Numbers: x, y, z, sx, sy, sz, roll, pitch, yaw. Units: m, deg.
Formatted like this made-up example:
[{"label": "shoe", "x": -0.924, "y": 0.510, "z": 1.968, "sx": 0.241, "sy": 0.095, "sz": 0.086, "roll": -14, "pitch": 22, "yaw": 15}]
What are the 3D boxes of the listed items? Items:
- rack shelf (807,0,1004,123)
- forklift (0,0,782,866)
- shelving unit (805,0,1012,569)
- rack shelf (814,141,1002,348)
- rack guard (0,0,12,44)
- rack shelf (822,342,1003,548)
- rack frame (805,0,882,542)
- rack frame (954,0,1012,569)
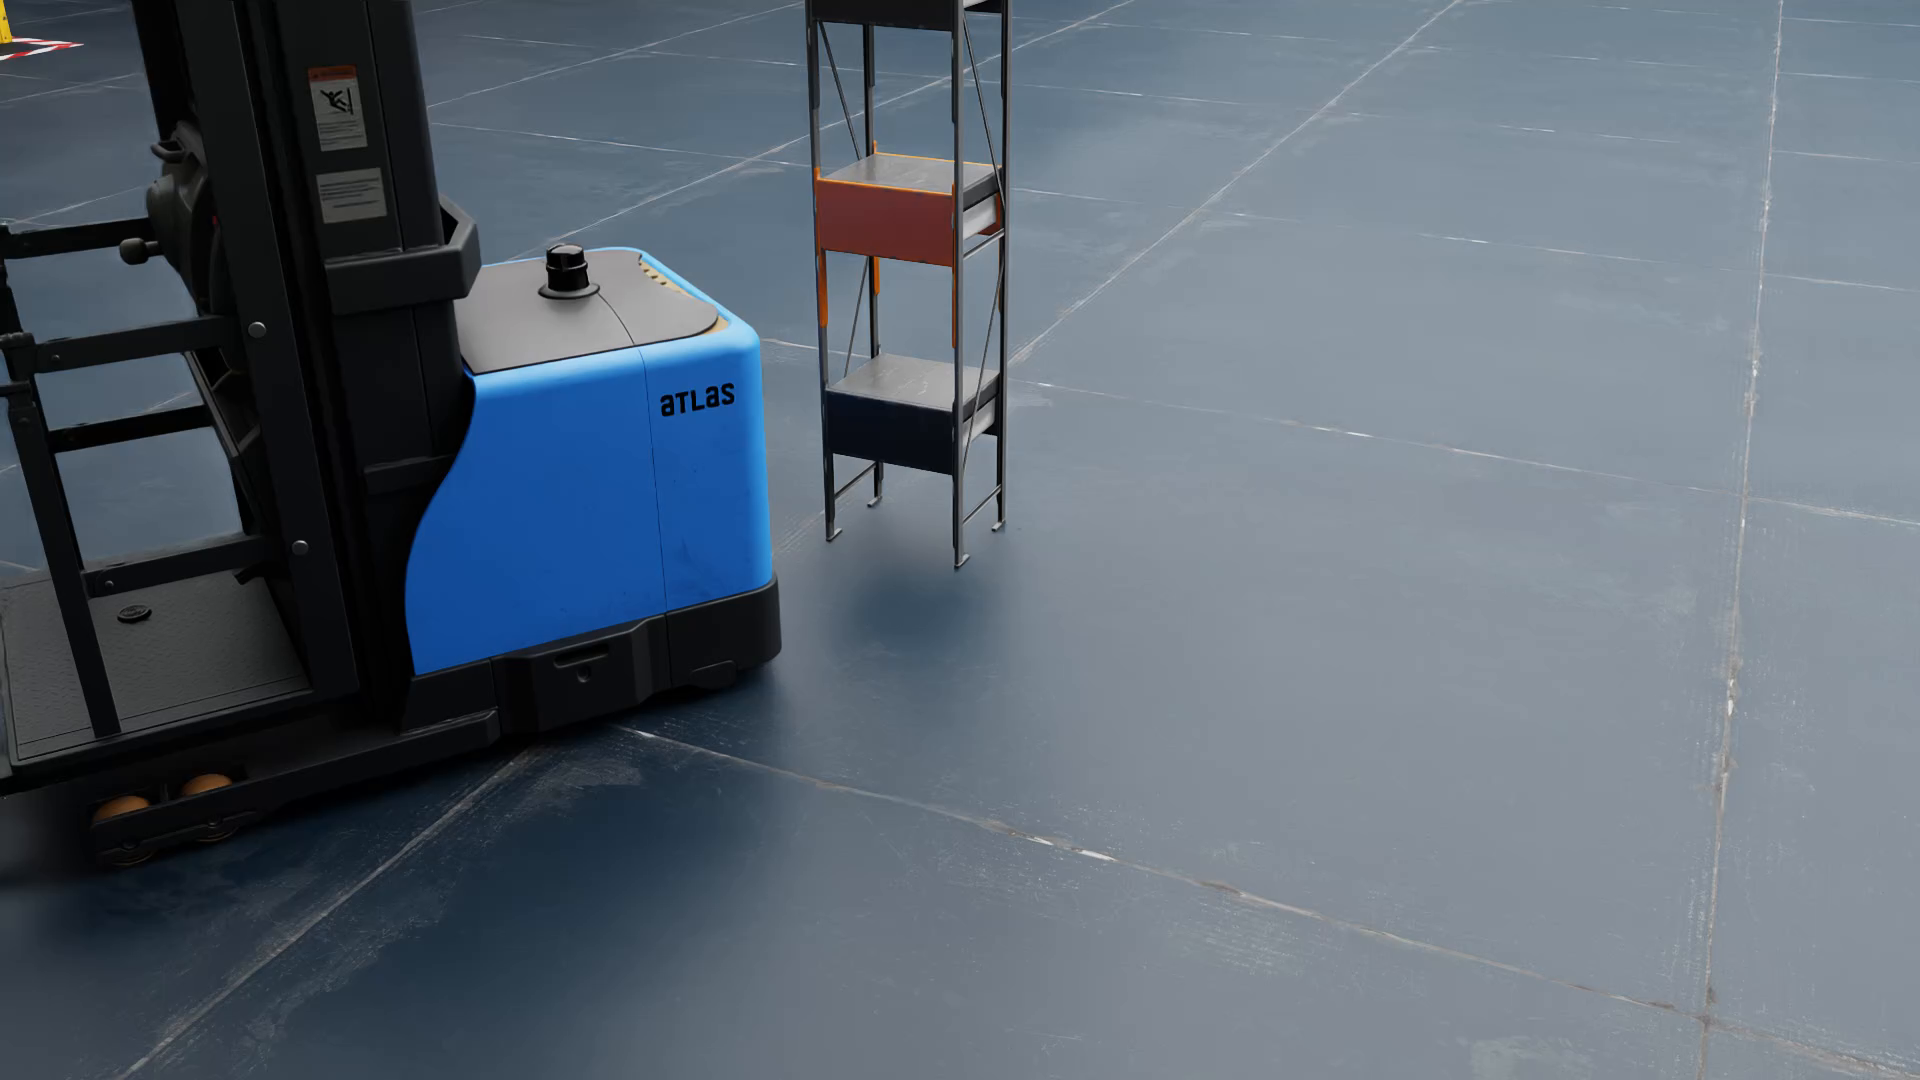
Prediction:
[{"label": "rack shelf", "x": -0.151, "y": -1.588, "z": 5.045, "sx": 0.480, "sy": 0.518, "sz": 0.431, "roll": 11, "pitch": 28, "yaw": 22}, {"label": "forklift", "x": -2.065, "y": -0.777, "z": 4.010, "sx": 3.031, "sy": 2.935, "sz": 1.130, "roll": -14, "pitch": 30, "yaw": -27}, {"label": "shelving unit", "x": -0.151, "y": -0.972, "z": 5.348, "sx": 0.503, "sy": 2.100, "sz": 0.431, "roll": 11, "pitch": 28, "yaw": 22}, {"label": "rack shelf", "x": -0.151, "y": -0.960, "z": 5.354, "sx": 0.480, "sy": 0.518, "sz": 0.431, "roll": 11, "pitch": 28, "yaw": 22}, {"label": "rack guard", "x": -8.754, "y": -4.437, "z": 14.195, "sx": 0.348, "sy": 0.500, "sz": 1.175, "roll": 11, "pitch": 28, "yaw": 22}, {"label": "rack shelf", "x": -0.151, "y": -0.332, "z": 5.663, "sx": 0.480, "sy": 0.518, "sz": 0.431, "roll": 11, "pitch": 28, "yaw": 22}, {"label": "rack frame", "x": -0.373, "y": -1.017, "z": 5.438, "sx": 0.015, "sy": 2.100, "sz": 0.400, "roll": 11, "pitch": 28, "yaw": 22}, {"label": "rack frame", "x": 0.071, "y": -0.928, "z": 5.257, "sx": 0.015, "sy": 2.100, "sz": 0.400, "roll": 11, "pitch": 28, "yaw": 22}]
